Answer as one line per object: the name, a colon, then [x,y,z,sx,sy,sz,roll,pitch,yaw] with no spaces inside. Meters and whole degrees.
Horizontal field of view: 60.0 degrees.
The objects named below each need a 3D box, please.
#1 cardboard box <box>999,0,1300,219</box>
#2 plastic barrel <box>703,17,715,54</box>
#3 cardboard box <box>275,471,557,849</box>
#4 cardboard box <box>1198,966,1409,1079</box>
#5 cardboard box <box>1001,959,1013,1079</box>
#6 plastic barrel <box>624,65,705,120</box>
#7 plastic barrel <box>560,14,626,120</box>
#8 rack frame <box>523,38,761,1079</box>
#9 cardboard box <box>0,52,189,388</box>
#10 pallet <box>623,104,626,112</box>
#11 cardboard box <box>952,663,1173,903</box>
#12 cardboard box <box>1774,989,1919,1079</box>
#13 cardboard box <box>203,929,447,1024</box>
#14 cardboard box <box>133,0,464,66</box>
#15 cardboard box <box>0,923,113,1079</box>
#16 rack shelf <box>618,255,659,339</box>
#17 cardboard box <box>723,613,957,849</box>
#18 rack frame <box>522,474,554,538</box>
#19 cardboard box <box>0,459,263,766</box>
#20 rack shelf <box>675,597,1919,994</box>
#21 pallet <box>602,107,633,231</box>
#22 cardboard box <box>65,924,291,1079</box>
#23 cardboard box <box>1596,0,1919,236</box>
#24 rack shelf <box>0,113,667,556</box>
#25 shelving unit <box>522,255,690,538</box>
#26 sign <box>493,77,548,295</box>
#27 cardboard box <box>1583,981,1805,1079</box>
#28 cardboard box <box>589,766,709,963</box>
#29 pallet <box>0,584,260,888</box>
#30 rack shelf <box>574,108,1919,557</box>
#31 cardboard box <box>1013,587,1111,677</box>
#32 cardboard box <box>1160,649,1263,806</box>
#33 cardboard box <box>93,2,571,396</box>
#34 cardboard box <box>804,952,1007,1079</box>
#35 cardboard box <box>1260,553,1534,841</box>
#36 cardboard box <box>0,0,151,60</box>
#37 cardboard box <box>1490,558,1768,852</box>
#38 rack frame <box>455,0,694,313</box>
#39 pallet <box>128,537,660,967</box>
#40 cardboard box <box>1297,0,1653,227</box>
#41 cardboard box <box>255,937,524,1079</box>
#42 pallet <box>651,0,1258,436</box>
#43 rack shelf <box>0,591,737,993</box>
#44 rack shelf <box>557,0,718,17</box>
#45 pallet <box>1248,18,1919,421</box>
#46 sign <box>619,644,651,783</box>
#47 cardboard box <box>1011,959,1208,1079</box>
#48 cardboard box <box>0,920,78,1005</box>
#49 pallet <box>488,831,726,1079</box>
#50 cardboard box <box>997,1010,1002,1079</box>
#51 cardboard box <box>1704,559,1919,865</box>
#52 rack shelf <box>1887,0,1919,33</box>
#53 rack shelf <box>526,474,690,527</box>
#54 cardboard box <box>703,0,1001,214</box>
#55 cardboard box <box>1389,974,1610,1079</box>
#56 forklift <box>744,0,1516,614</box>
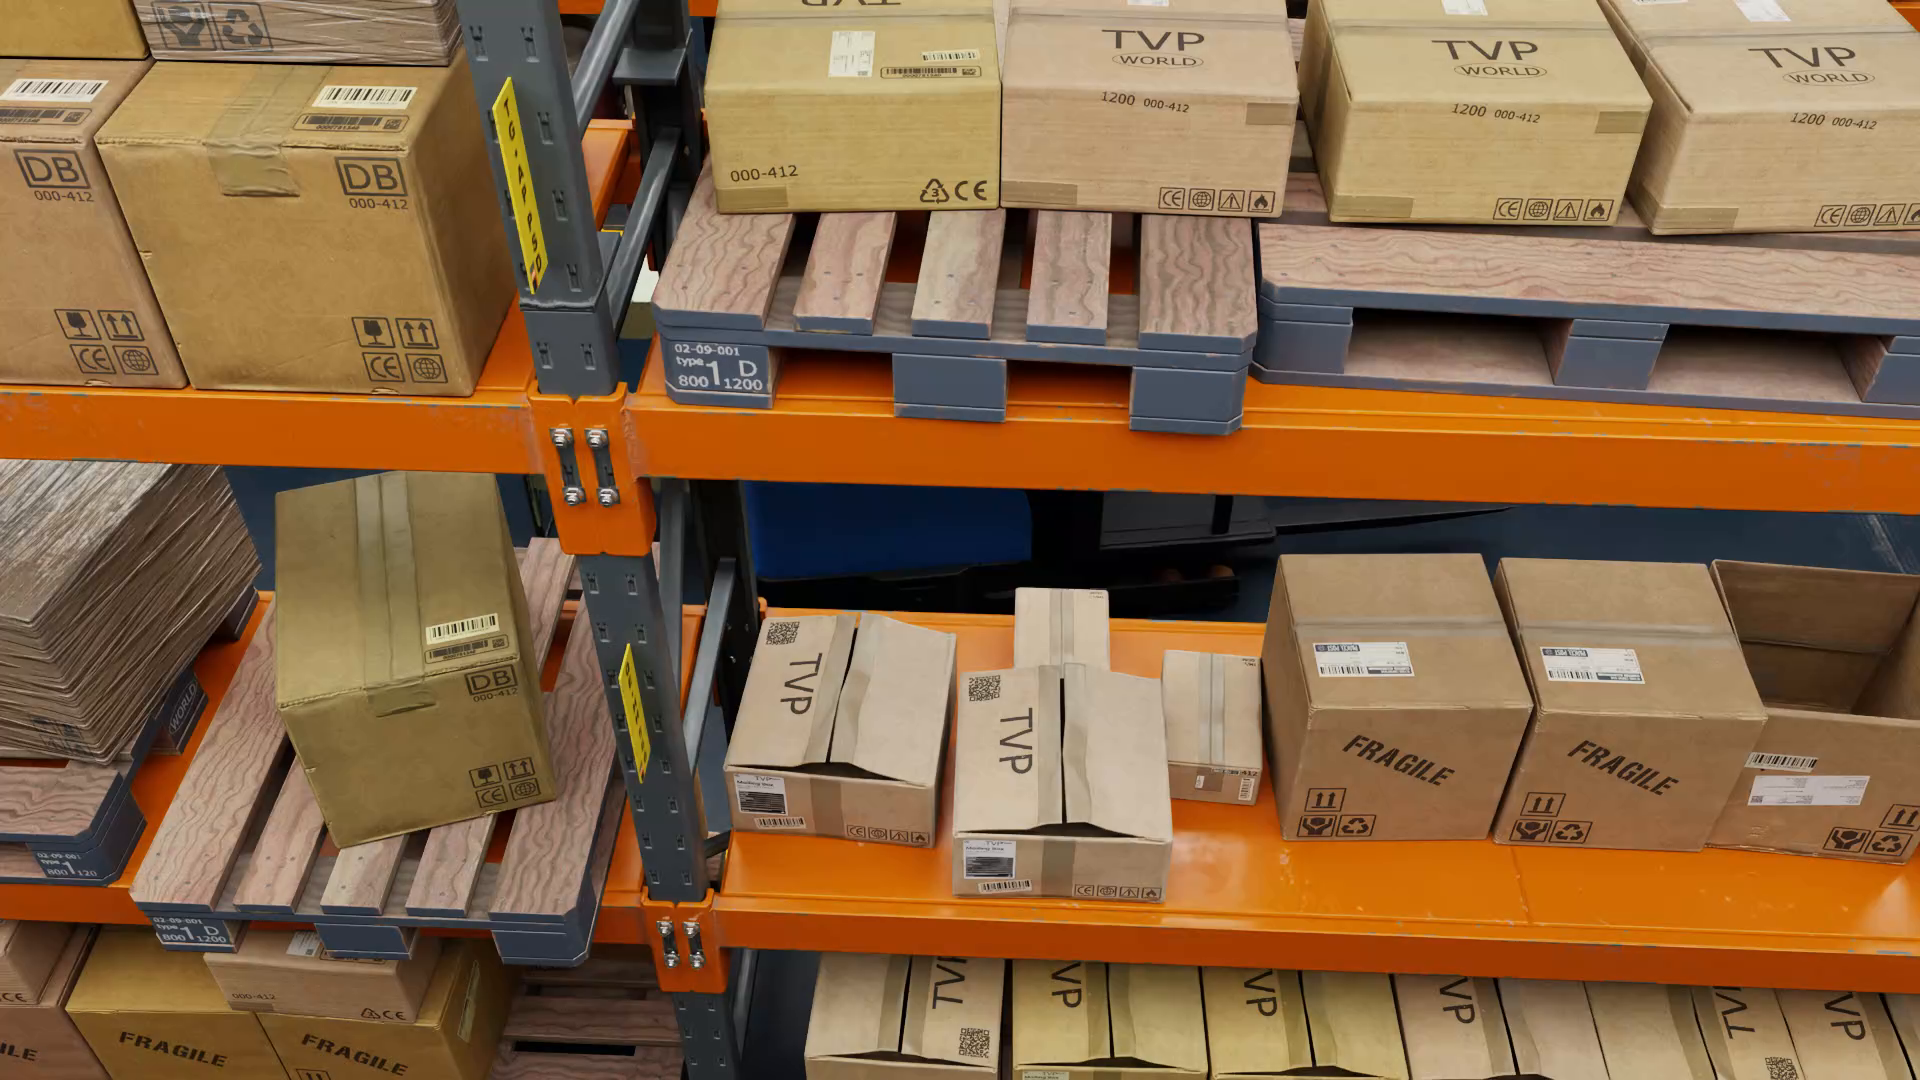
cardboard box: [0.336,-0.838,3.050,0.500,0.250,0.500,3,43,3]
plastic barrel: [-0.907,-2.357,8.363,0.708,0.830,0.600,2,43,2]
cardboard box: [-1.278,0.246,3.904,0.500,0.500,0.700,-12,44,-12]
cardboard box: [0.900,1.270,4.484,0.500,0.311,0.500,1,43,1]
cardboard box: [0.368,1.462,4.689,0.500,0.250,0.500,1,43,1]
plastic barrel: [-1.475,-2.197,8.425,0.421,0.512,0.421,0,43,0]
plastic barrel: [-2.035,-2.303,8.483,0.708,0.588,0.600,2,43,2]
rack frame: [-0.644,0.379,4.143,0.127,3.000,1.000,2,43,2]
cardboard box: [-1.591,-0.761,3.093,0.500,0.500,0.910,2,43,2]
pallet: [-2.422,-2.009,8.751,1.213,0.211,1.003,2,43,2]
cardboard box: [0.241,0.571,4.002,0.500,0.311,0.500,1,43,1]
cardboard box: [2.414,1.320,4.430,0.500,0.311,0.500,3,43,3]
cardboard box: [-1.645,0.991,4.447,0.500,0.250,0.500,3,43,4]
cardboard box: [-1.080,-1.139,2.764,0.500,0.500,0.500,2,43,2]
cardboard box: [-2.630,1.236,4.734,0.500,0.500,0.500,0,43,0]
rack shelf: [-1.273,-0.844,5.983,0.720,0.370,0.431,1,43,1]
cardboard box: [-0.283,0.453,4.129,0.500,0.311,0.500,4,43,5]
rack frame: [-1.639,-0.566,6.257,0.023,1.500,0.400,1,43,1]
cardboard box: [-2.183,0.088,4.073,0.500,0.500,0.700,9,44,10]
rack shelf: [1.354,0.704,4.322,4.000,0.370,1.077,2,43,2]
pallet: [-1.207,-1.969,8.709,1.213,0.211,1.003,2,43,2]
cardboard box: [-2.106,1.248,4.721,0.500,0.500,0.500,0,43,0]
cardboard box: [1.445,-0.795,3.004,0.500,0.250,0.500,-2,43,-2]
rack shelf: [-2.642,-0.517,3.431,4.000,0.370,1.077,2,43,2]
shelving unit: [-1.273,-0.558,6.249,0.755,1.500,0.431,1,43,1]
sign: [-0.671,-0.538,2.547,0.005,0.325,0.100,2,43,2]
cardboard box: [1.916,1.303,4.448,0.500,0.311,0.500,2,43,2]
cardboard box: [-1.086,0.924,5.068,0.500,0.500,0.500,3,43,4]
pallet: [-2.587,0.393,4.269,1.213,0.211,1.003,2,43,2]
rack shelf: [1.354,-0.394,3.299,4.000,0.370,1.077,2,43,2]
cardboard box: [0.267,0.310,4.400,0.250,0.149,0.380,2,43,2]
cardboard box: [0.632,0.472,4.227,0.250,0.149,0.380,5,43,5]
cardboard box: [-1.081,-0.746,3.076,0.500,0.500,0.910,2,43,2]
cardboard box: [-0.134,1.242,4.514,0.500,0.311,0.500,3,43,3]
cardboard box: [1.033,0.383,4.065,0.500,0.500,0.500,0,43,0]
cardboard box: [-1.589,-1.154,2.781,0.500,0.500,0.500,2,43,2]
cardboard box: [1.559,0.399,4.048,0.500,0.500,0.500,2,43,2]
rack frame: [-0.644,-1.816,2.098,0.127,3.000,1.000,2,43,2]
pallet: [-1.324,0.476,4.179,1.003,0.211,1.213,2,43,2]
cardboard box: [0.907,-0.813,3.023,0.500,0.250,0.500,1,43,1]
cardboard box: [-1.589,1.264,4.704,0.500,0.500,0.500,3,43,4]
pallet: [0.038,-0.689,3.227,1.003,0.211,1.213,4,43,4]
rack shelf: [-2.642,0.581,4.454,4.000,0.370,1.077,2,43,2]
rack shelf: [-2.415,-2.792,8.074,4.000,0.370,1.077,2,43,2]
pallet: [1.155,-0.657,3.193,1.213,0.211,1.003,4,43,4]
sign: [-0.659,0.354,3.378,0.005,0.325,0.100,2,43,2]
cardboard box: [0.391,1.253,4.502,0.500,0.311,0.500,1,43,1]
cardboard box: [-2.668,0.962,4.478,0.500,0.250,0.500,1,43,1]
pallet: [-1.388,1.351,5.145,1.213,0.211,1.003,2,43,2]
cardboard box: [-0.134,1.448,4.705,0.500,0.250,0.500,2,43,2]
cardboard box: [2.059,0.414,4.031,0.500,0.500,0.500,5,43,5]
rack shelf: [5.577,-2.546,7.811,4.000,0.370,1.077,2,43,2]
rack shelf: [-1.273,-0.320,6.471,0.720,0.370,0.431,1,43,1]
cardboard box: [-0.188,-0.842,3.054,0.500,0.250,0.500,-1,43,-1]
cardboard box: [1.414,1.285,4.467,0.500,0.311,0.500,1,43,1]
forklift: [0.658,-1.155,5.840,3.031,2.935,1.130,-4,43,-5]
